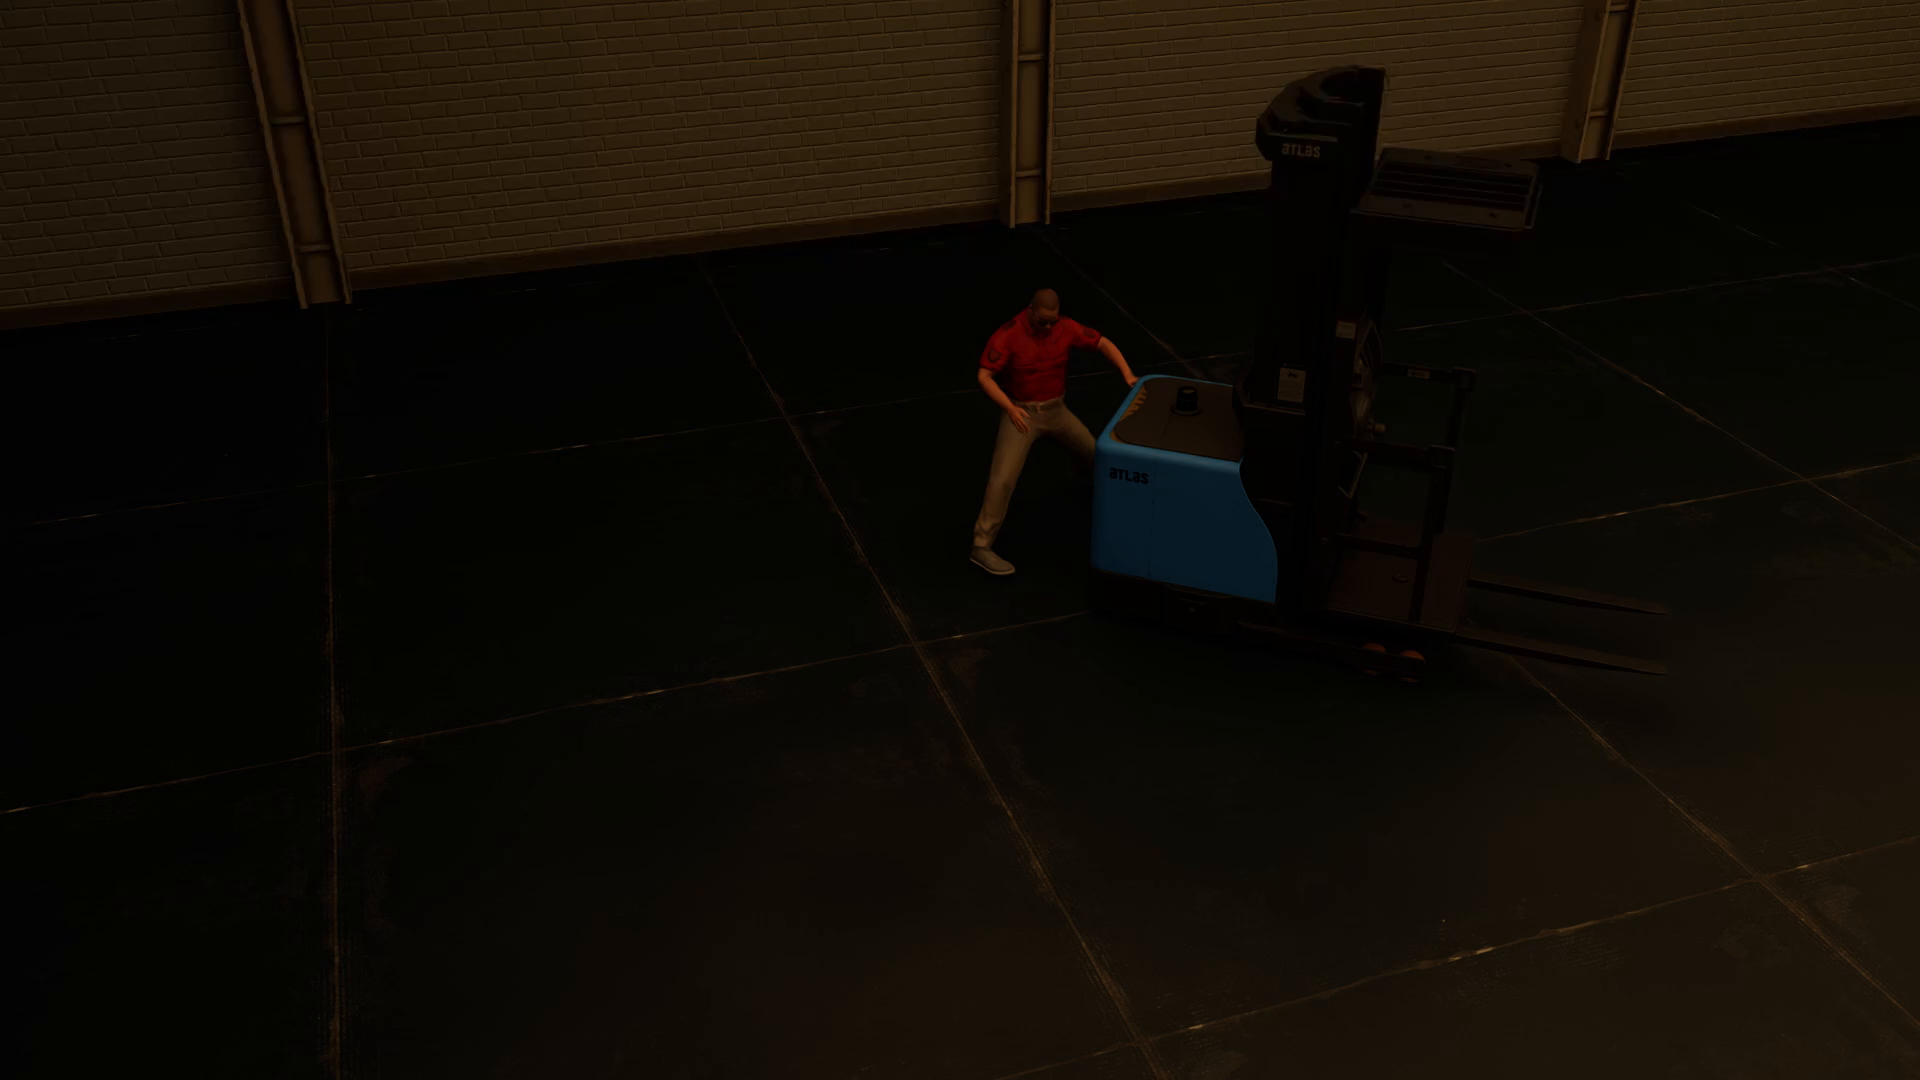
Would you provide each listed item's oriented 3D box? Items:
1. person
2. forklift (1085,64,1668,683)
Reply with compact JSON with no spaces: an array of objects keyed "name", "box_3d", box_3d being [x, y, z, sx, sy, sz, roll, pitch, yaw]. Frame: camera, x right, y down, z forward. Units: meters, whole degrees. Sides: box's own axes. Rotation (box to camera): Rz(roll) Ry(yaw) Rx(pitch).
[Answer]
[{"name":"person","box_3d":[0.562,-0.735,9.775,1.270,1.538,0.923,-12,32,-19]},{"name":"forklift","box_3d":[2.274,-0.824,8.518,3.031,2.935,1.130,11,32,18]}]
